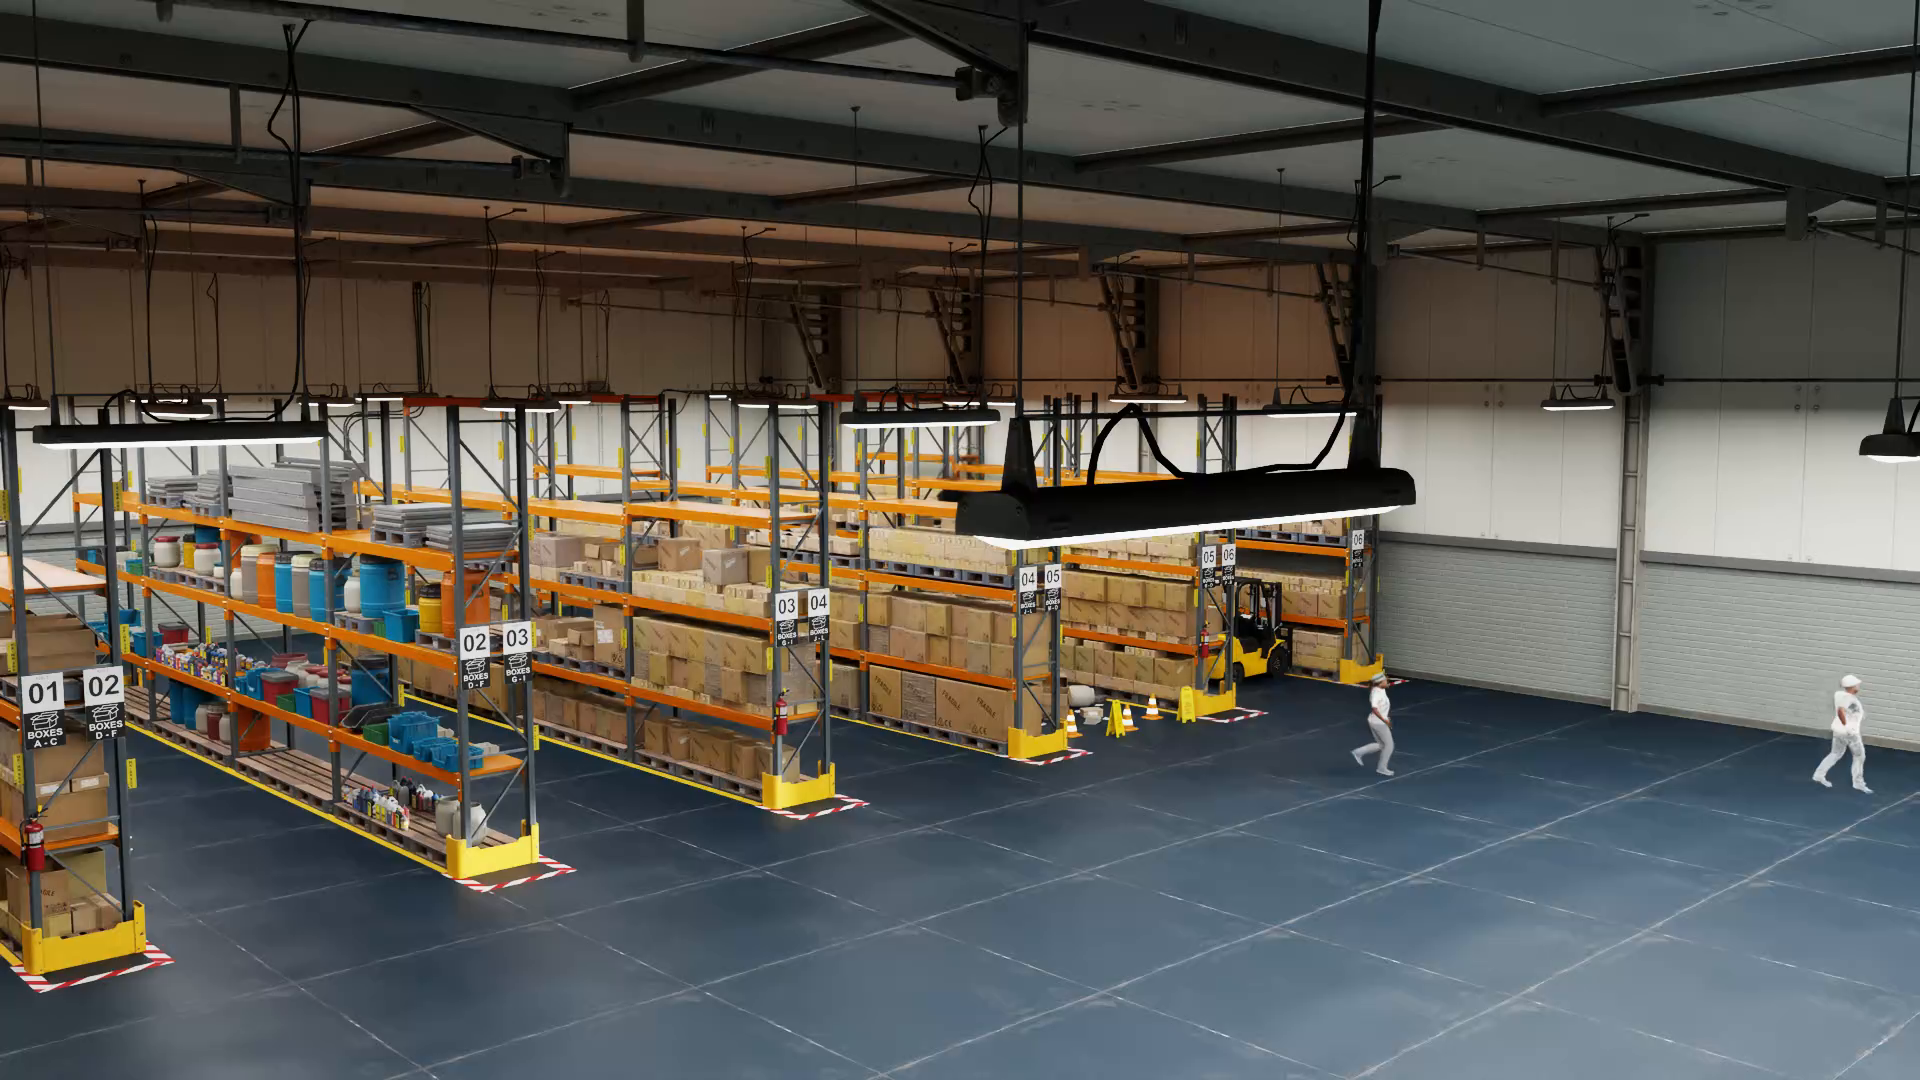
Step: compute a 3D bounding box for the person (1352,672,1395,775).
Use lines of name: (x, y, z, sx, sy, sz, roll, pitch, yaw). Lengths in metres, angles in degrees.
person: (6.665, 2.937, 26.663, 0.629, 1.657, 0.593, 1, 6, 7)

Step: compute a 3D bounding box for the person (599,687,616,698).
person: (-6.820, 2.396, 32.402, 0.632, 1.649, 0.589, 5, 7, 42)

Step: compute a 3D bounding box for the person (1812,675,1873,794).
person: (13.580, 2.972, 25.543, 0.860, 1.816, 0.668, 0, 6, 0)
